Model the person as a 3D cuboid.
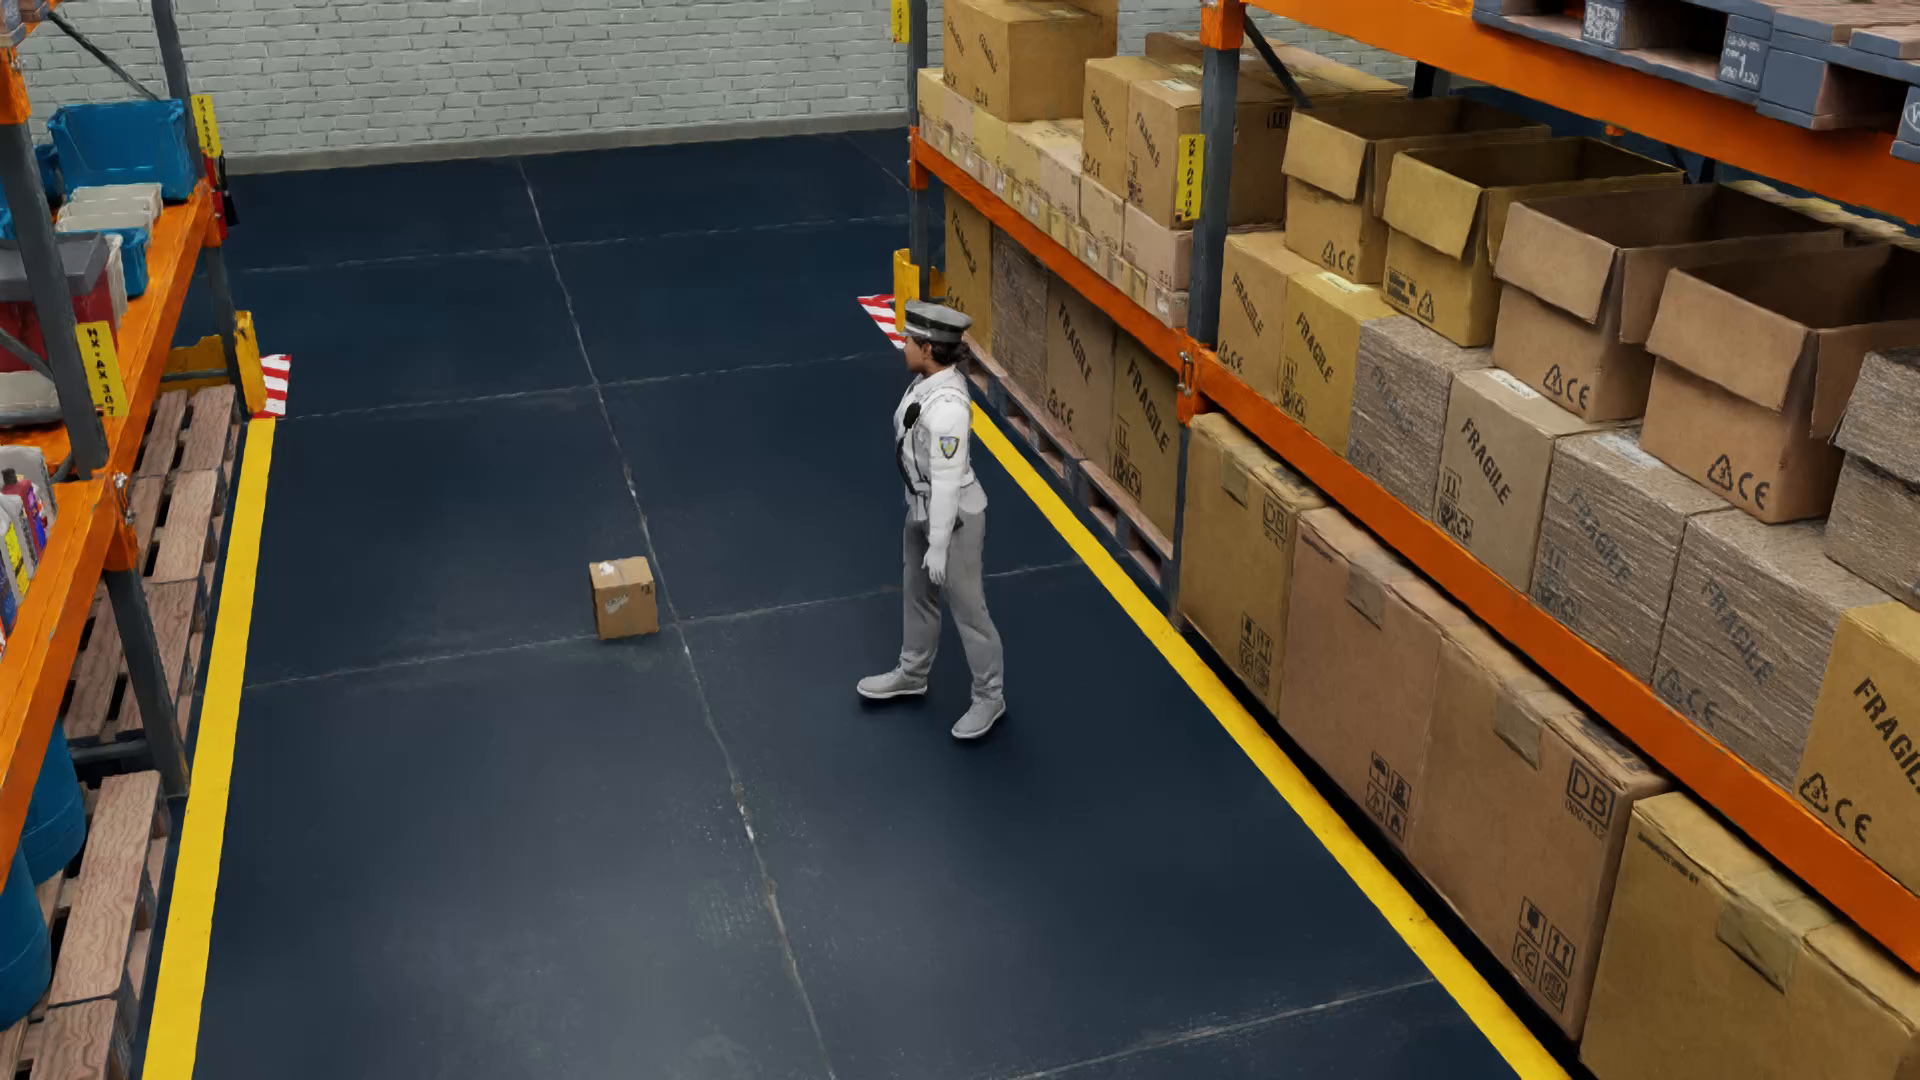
[{"bbox_3d":[-0.118,-0.096,6.239,0.553,1.668,0.601,-6,27,-11],"label":"person"}]
